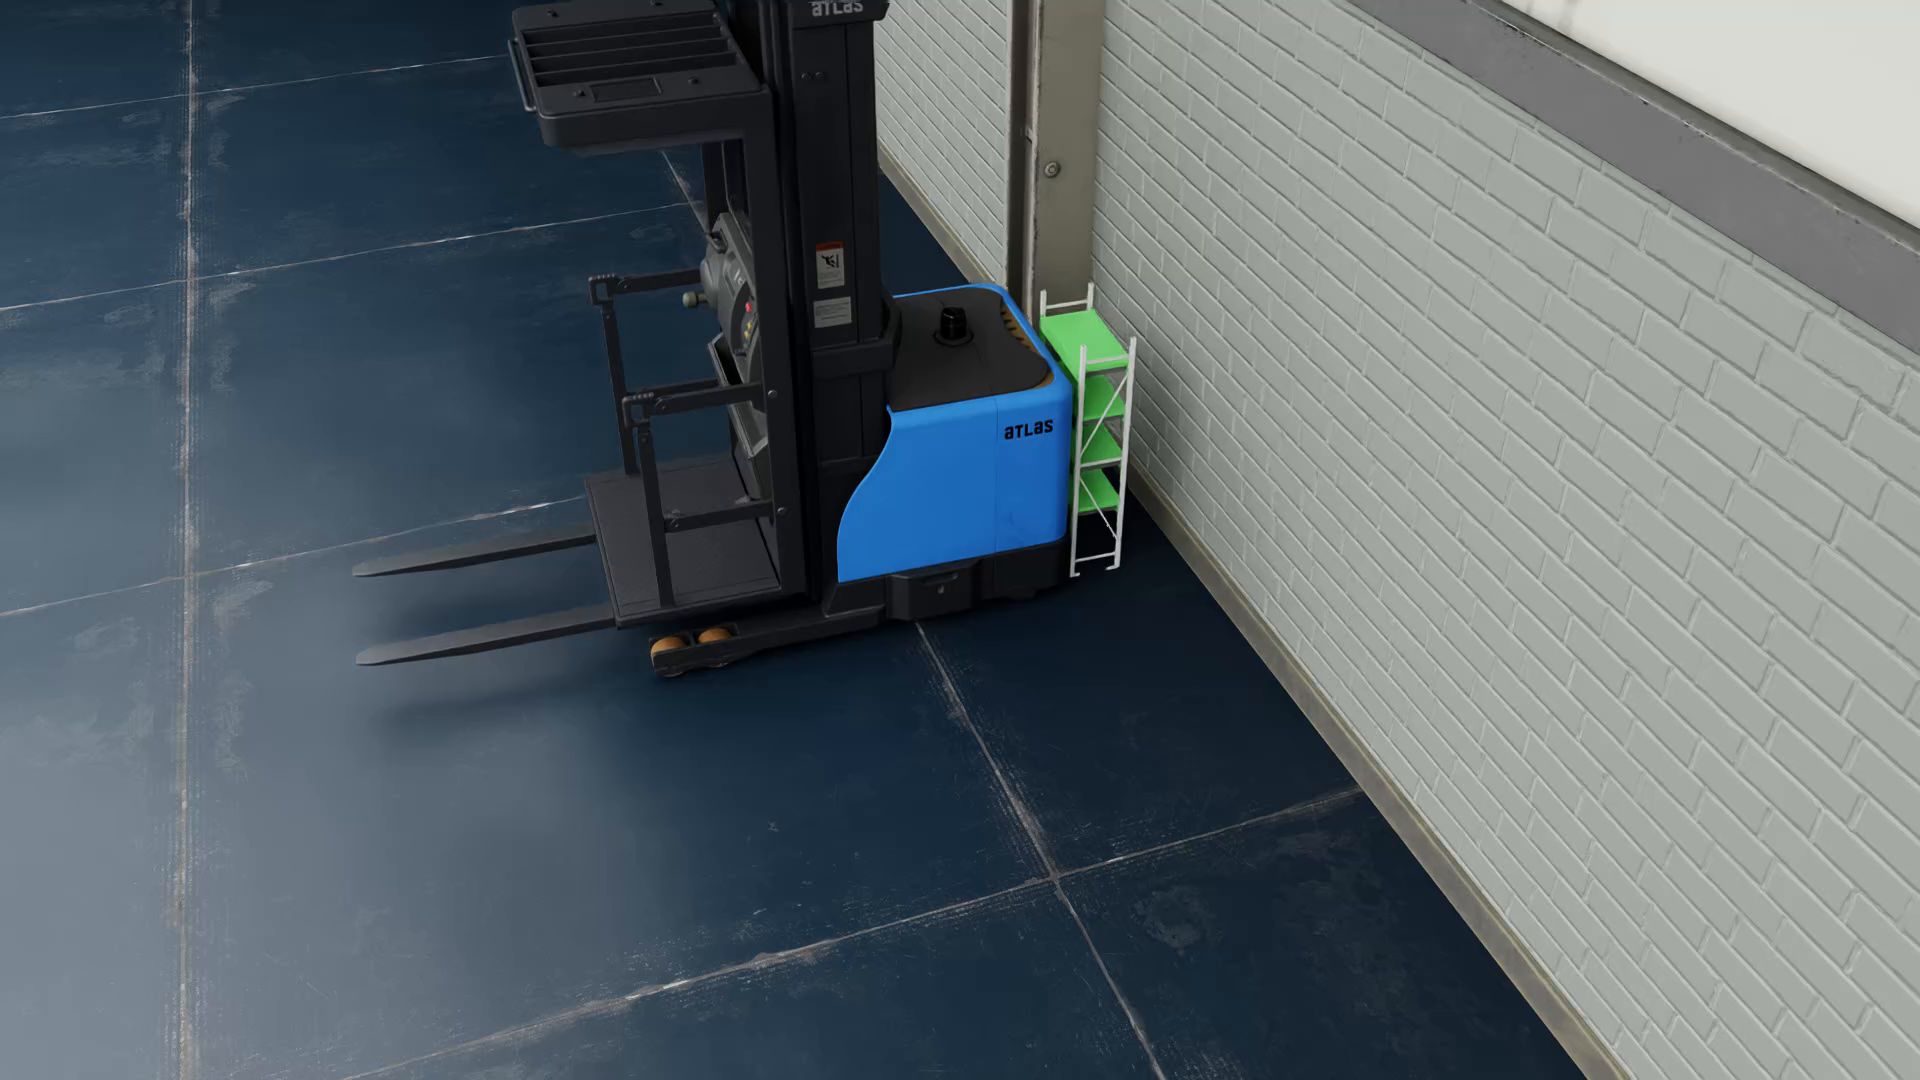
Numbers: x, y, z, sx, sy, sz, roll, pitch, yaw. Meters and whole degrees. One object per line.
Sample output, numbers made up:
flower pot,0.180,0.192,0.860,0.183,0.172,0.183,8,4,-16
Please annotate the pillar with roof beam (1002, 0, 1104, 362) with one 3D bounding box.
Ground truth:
pillar with roof beam,-3.618,-3.404,4.789,9.100,9.000,0.400,-12,39,-16

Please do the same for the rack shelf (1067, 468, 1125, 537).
rack shelf,0.537,-0.233,7.567,0.258,0.148,0.480,-11,38,-14

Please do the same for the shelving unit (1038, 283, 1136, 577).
shelving unit,0.538,-0.476,7.384,0.258,1.200,0.503,-11,38,-14

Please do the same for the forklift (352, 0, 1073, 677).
forklift,-1.094,-0.954,6.580,3.031,2.935,1.130,-11,38,-14

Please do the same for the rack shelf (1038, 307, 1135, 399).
rack shelf,0.538,-0.809,7.134,0.258,0.148,0.480,-11,38,-14

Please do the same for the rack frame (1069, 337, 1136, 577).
rack frame,0.611,-0.336,7.198,0.240,1.200,0.015,-11,38,-14

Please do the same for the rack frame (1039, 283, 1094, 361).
rack frame,0.465,-0.616,7.570,0.240,1.200,0.015,-11,38,-14

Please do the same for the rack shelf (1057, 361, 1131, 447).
rack shelf,0.538,-0.617,7.279,0.258,0.148,0.480,-11,38,-14

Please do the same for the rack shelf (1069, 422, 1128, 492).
rack shelf,0.538,-0.425,7.423,0.258,0.148,0.480,-11,38,-14
